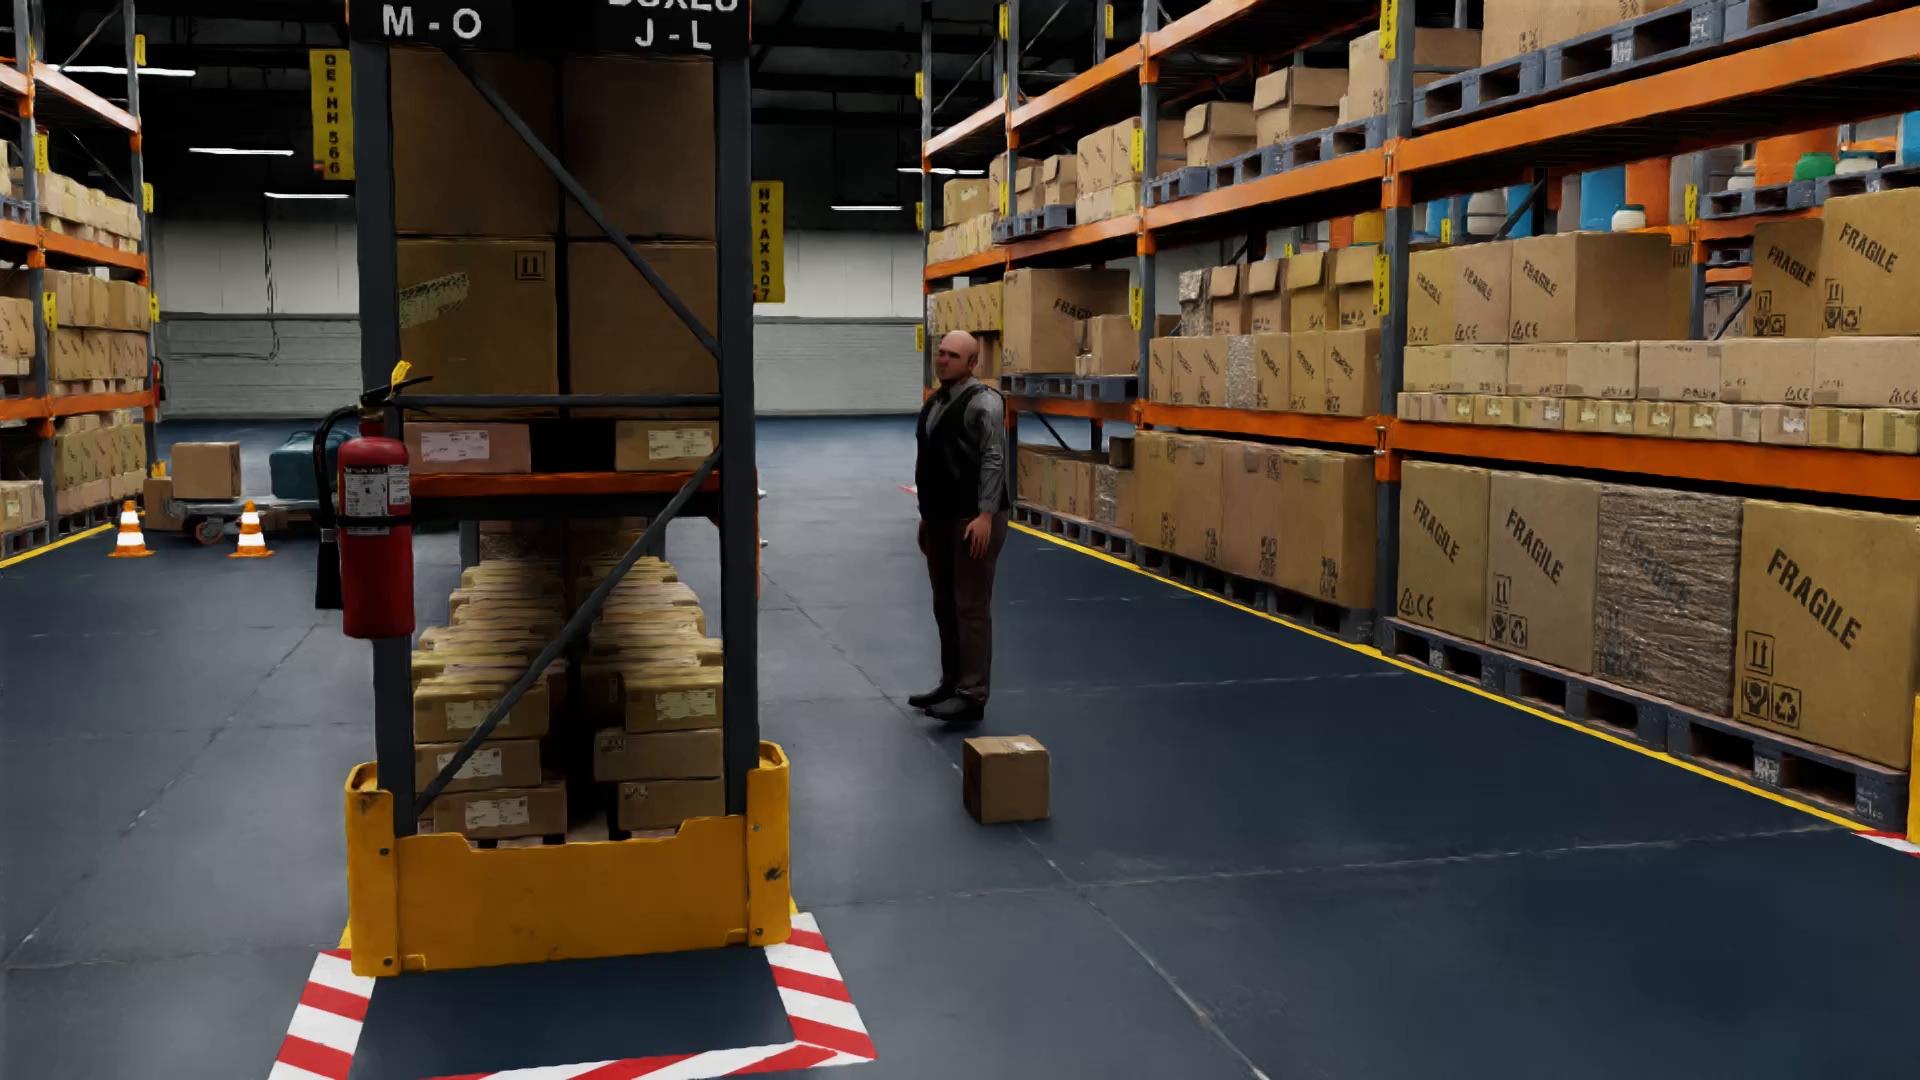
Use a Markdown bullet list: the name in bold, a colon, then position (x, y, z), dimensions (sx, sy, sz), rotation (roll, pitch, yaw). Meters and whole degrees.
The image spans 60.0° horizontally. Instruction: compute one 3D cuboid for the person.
- **person**: position (-0.049, -0.066, 7.422), dimensions (0.463, 1.730, 0.588), rotation (-4, 7, -35)
